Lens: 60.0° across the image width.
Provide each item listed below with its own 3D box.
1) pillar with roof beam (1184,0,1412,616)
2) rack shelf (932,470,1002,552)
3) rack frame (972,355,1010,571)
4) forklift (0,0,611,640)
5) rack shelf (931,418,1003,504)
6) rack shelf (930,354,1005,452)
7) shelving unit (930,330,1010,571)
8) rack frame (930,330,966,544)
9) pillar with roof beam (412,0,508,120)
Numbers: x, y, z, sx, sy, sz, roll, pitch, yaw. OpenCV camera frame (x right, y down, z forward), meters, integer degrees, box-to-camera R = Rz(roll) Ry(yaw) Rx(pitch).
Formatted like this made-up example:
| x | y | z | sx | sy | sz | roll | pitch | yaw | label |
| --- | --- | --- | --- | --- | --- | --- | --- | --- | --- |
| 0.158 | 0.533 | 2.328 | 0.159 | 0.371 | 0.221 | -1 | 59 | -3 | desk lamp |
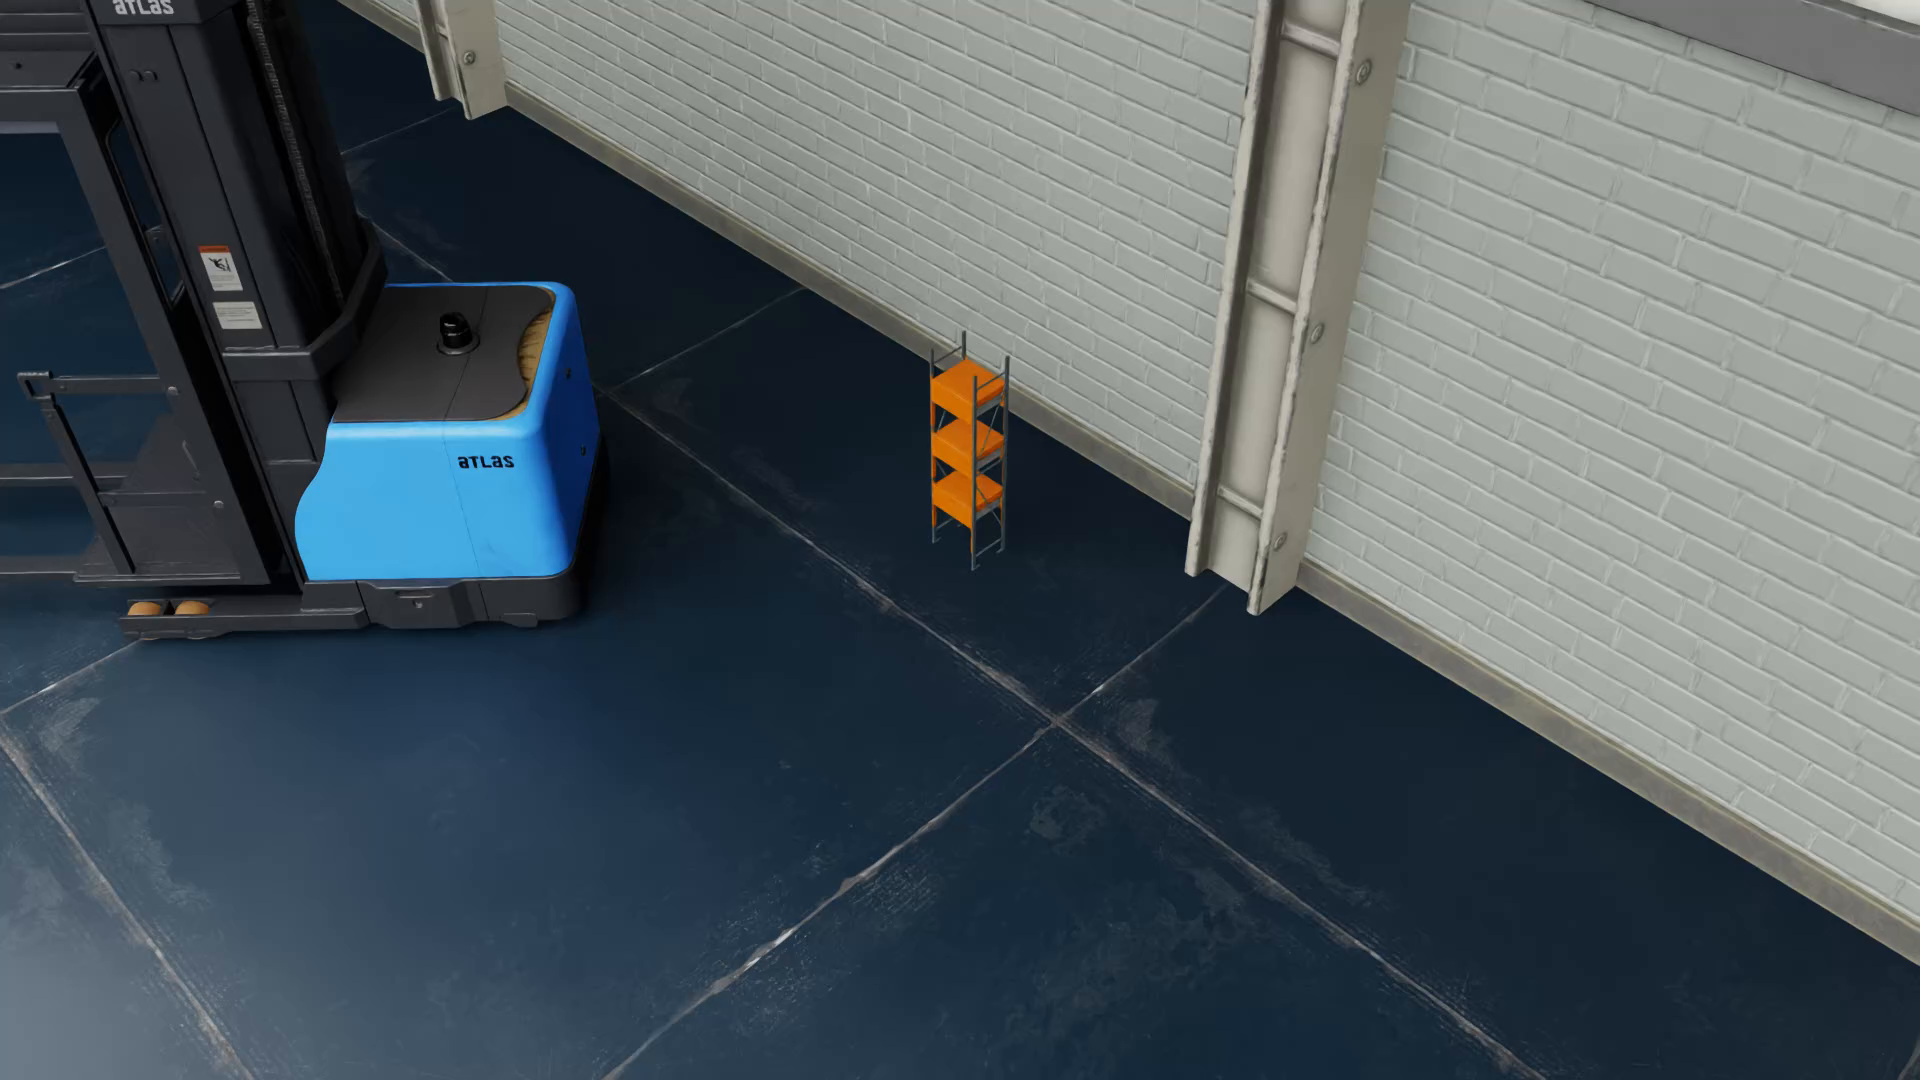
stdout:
| x | y | z | sx | sy | sz | roll | pitch | yaw | label |
| --- | --- | --- | --- | --- | --- | --- | --- | --- | --- |
| -1.829 | -1.086 | 1.912 | 9.100 | 9.000 | 0.400 | -34 | 53 | -31 | pillar with roof beam |
| 0.038 | -0.148 | 7.179 | 0.215 | 0.259 | 0.240 | -34 | 53 | -31 | rack shelf |
| 0.124 | -0.301 | 6.920 | 0.200 | 1.050 | 0.008 | -34 | 53 | -31 | rack frame |
| -3.101 | -1.025 | 6.317 | 3.031 | 2.935 | 1.130 | -1 | 43 | -1 | forklift |
| 0.038 | -0.352 | 6.990 | 0.215 | 0.259 | 0.240 | -34 | 53 | -31 | rack shelf |
| 0.038 | -0.561 | 6.798 | 0.215 | 0.259 | 0.240 | -34 | 53 | -31 | rack shelf |
| 0.038 | -0.360 | 6.983 | 0.215 | 1.050 | 0.252 | -34 | 53 | -31 | shelving unit |
| -0.048 | -0.418 | 7.047 | 0.200 | 1.050 | 0.008 | -34 | 53 | -31 | rack frame |
| -6.066 | -3.969 | 5.032 | 9.100 | 9.000 | 0.400 | -34 | 53 | -31 | pillar with roof beam |
